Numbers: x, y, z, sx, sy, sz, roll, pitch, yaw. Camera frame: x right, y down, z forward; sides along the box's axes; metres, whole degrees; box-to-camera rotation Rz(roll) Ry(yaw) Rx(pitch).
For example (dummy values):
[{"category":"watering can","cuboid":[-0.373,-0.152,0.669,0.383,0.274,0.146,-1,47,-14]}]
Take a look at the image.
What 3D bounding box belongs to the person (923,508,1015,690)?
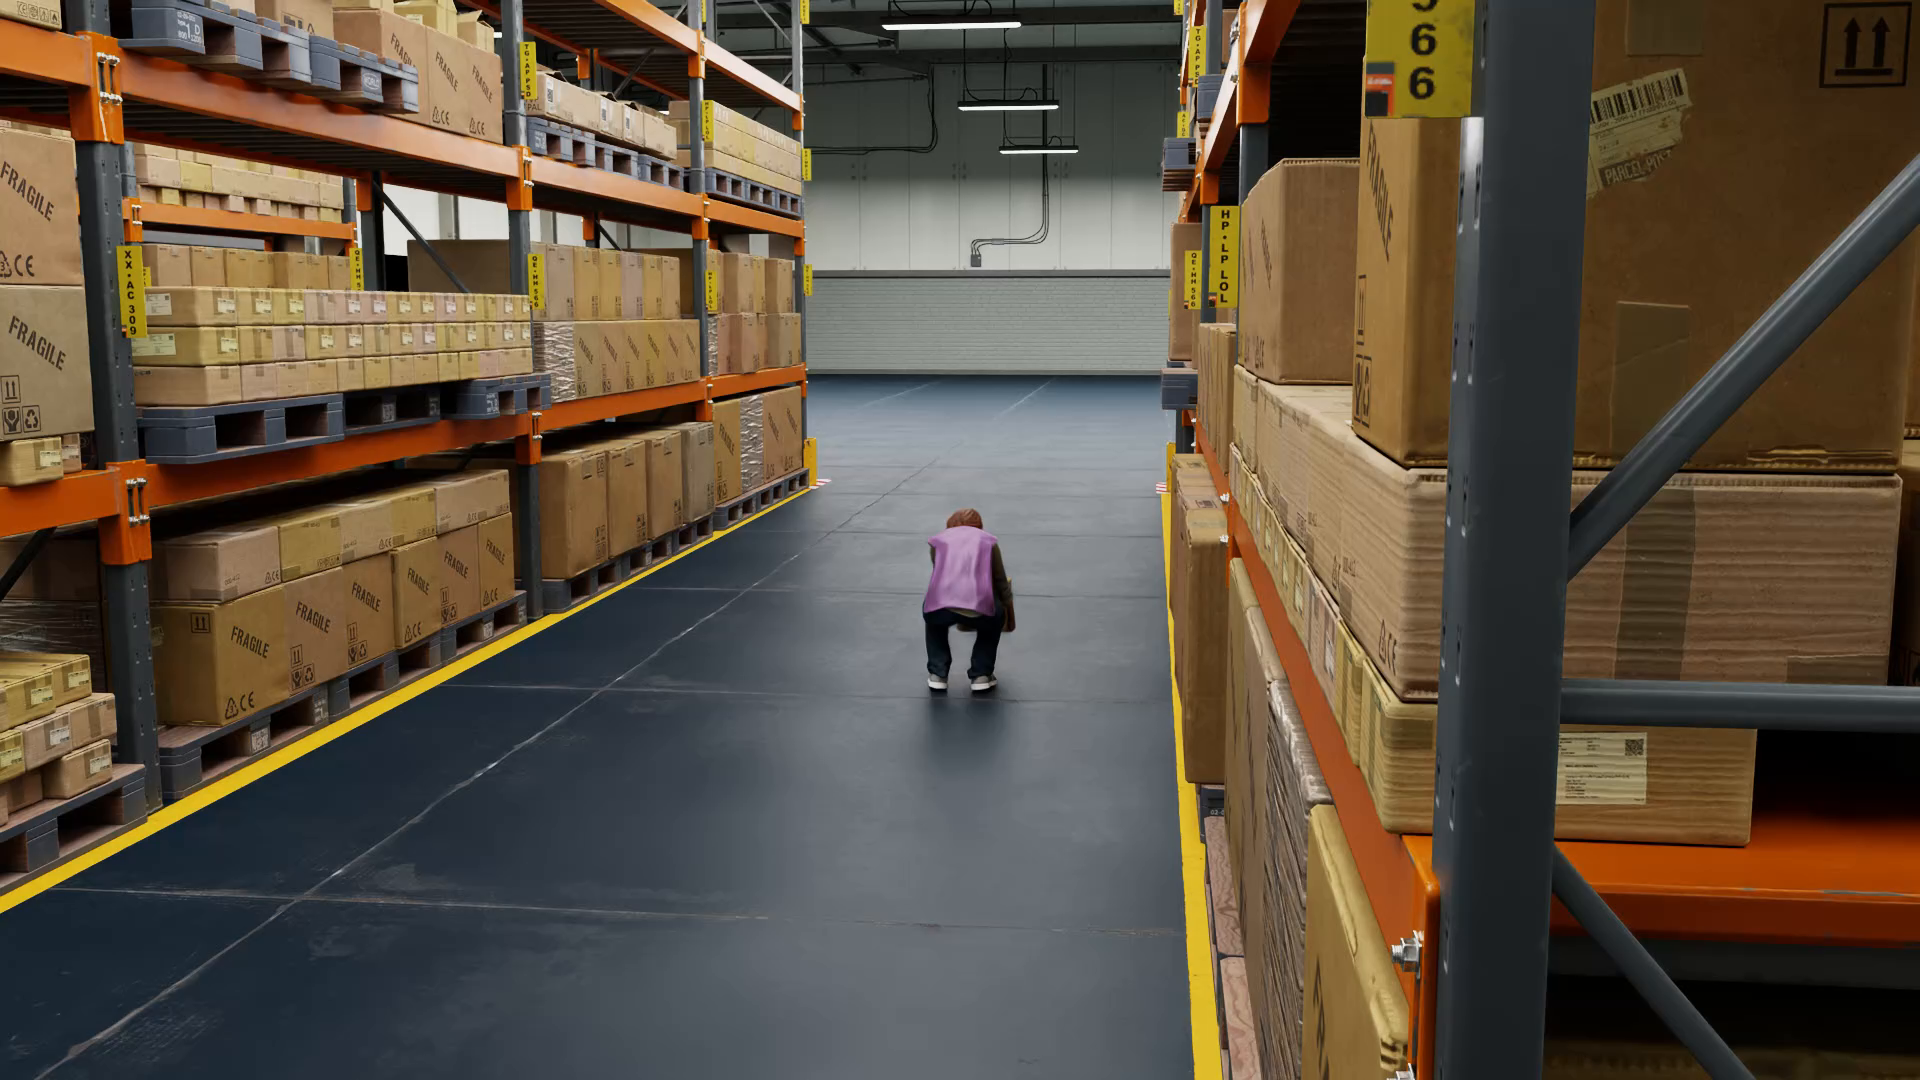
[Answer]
[{"category":"person","cuboid":[0.031,0.298,8.442,0.437,0.852,0.911,1,8,7]}]
